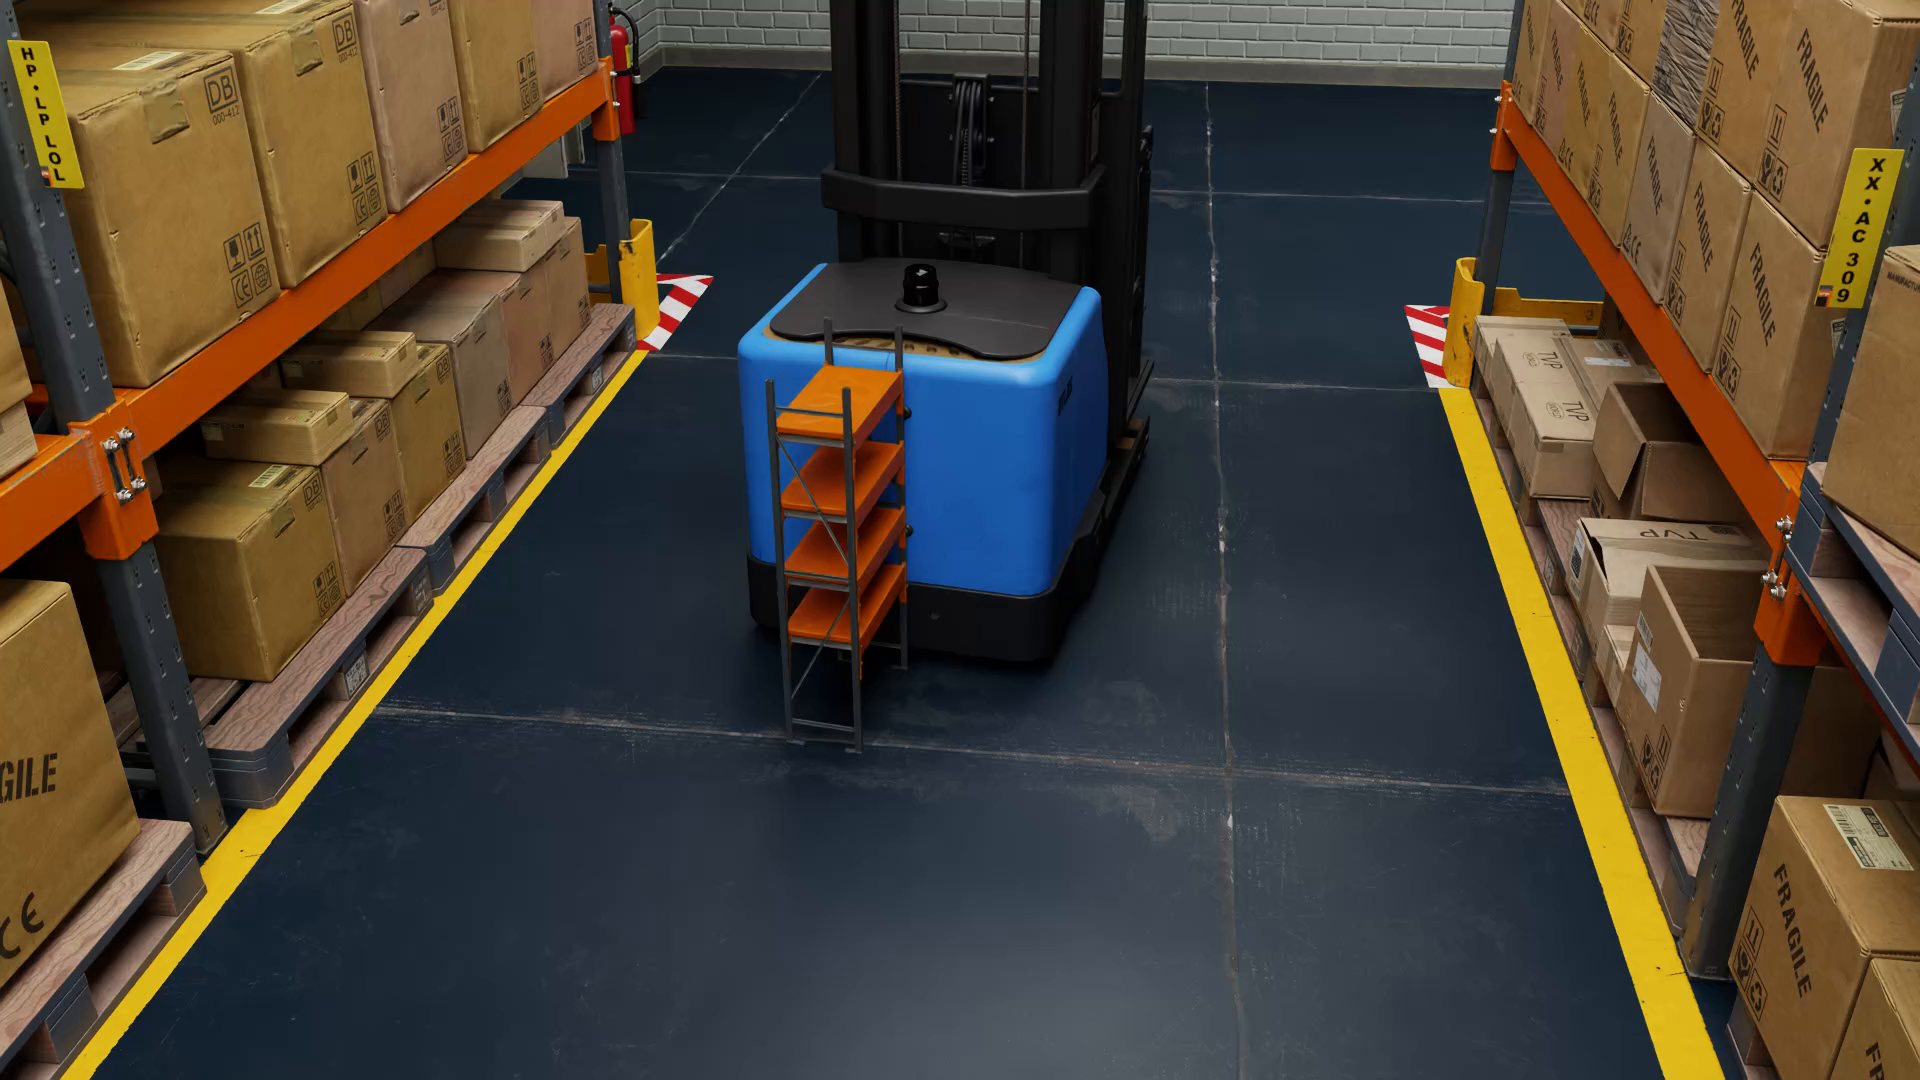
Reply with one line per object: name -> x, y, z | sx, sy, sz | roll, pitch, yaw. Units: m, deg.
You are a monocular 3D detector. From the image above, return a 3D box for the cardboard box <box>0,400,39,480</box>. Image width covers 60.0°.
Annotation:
cardboard box -> -2.338, -0.219, 3.739 | 0.380, 0.149, 0.250 | 4, 29, 7

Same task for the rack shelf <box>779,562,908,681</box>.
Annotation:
rack shelf -> -0.350, 0.228, 5.122 | 0.258, 0.148, 0.480 | 7, 29, 13

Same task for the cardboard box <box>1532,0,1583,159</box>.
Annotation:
cardboard box -> 2.455, -1.701, 6.139 | 0.500, 0.500, 0.500 | 3, 28, 6

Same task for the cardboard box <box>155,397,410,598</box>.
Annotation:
cardboard box -> -2.319, -0.164, 5.584 | 0.700, 0.500, 0.500 | 3, 28, 6

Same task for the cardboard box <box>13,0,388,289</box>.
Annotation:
cardboard box -> -2.400, -1.227, 5.048 | 0.980, 0.700, 0.700 | 3, 28, 5

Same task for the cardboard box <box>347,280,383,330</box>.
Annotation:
cardboard box -> -2.411, -0.888, 6.244 | 0.380, 0.149, 0.250 | 4, 29, 7

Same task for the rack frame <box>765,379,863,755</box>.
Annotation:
rack frame -> -0.413, 0.106, 4.789 | 0.240, 1.200, 0.015 | 7, 29, 13

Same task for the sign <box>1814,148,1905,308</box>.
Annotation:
sign -> 1.800, -0.620, 3.325 | 0.100, 0.325, 0.005 | 3, 28, 6

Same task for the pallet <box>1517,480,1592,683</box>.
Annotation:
pallet -> 2.571, 0.118, 5.809 | 1.003, 0.211, 1.213 | 3, 28, 6

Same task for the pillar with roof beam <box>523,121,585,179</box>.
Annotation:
pillar with roof beam -> 1.658, -6.092, 8.070 | 9.100, 9.000, 0.400 | 3, 28, 6

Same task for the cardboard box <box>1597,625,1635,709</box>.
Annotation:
cardboard box -> 2.114, 0.386, 4.913 | 0.380, 0.149, 0.250 | 3, 28, 6

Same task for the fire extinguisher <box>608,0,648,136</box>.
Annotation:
fire extinguisher -> -1.611, -2.226, 7.693 | 0.296, 0.674, 0.183 | 3, 28, 6

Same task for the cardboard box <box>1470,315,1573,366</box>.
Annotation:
cardboard box -> 2.437, -0.855, 7.216 | 0.380, 0.149, 0.250 | 3, 28, 6

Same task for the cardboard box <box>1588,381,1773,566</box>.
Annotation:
cardboard box -> 2.564, -0.190, 5.608 | 0.797, 0.503, 0.637 | 3, 28, 6

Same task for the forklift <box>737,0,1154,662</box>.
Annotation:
forklift -> 0.161, -1.579, 6.090 | 1.130, 2.935, 3.031 | 7, 29, 13

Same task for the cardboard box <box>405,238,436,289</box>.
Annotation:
cardboard box -> -2.349, -1.129, 6.691 | 0.380, 0.149, 0.250 | 4, 29, 7

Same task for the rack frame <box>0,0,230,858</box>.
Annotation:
rack frame -> -2.577, -0.497, 4.010 | 1.000, 3.000, 0.127 | 3, 28, 6

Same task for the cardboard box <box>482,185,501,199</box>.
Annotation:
cardboard box -> -2.257, -1.485, 7.352 | 0.380, 0.149, 0.250 | 4, 29, 7

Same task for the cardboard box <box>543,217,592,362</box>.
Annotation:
cardboard box -> -2.074, -1.129, 7.375 | 0.700, 0.500, 0.500 | 3, 28, 6

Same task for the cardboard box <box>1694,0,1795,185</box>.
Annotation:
cardboard box -> 2.204, -1.189, 4.135 | 0.500, 0.500, 0.500 | 3, 28, 5

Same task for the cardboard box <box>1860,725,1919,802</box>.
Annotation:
cardboard box -> 2.605, 0.594, 4.355 | 0.500, 0.311, 0.500 | 3, 28, 6

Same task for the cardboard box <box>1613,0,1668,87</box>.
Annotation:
cardboard box -> 2.329, -1.663, 5.015 | 0.500, 0.500, 0.500 | 3, 28, 6

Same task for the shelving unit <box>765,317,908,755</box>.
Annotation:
shelving unit -> -0.350, -0.006, 4.996 | 0.258, 1.200, 0.503 | 7, 29, 13

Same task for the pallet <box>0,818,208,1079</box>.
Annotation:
pallet -> -2.597, 1.098, 3.989 | 1.003, 0.211, 1.213 | 3, 28, 6

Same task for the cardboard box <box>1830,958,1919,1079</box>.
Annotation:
cardboard box -> 1.984, 1.161, 3.103 | 0.500, 0.500, 0.500 | 4, 29, 7

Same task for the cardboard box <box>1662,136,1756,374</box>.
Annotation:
cardboard box -> 2.208, -0.748, 4.370 | 0.500, 0.500, 0.500 | 4, 29, 8

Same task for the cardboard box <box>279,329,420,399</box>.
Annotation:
cardboard box -> -2.097, -0.609, 5.727 | 0.380, 0.149, 0.250 | 3, 28, 5

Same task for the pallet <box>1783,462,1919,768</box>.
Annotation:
pallet -> 2.133, 0.244, 2.838 | 1.003, 0.211, 1.213 | 3, 28, 6

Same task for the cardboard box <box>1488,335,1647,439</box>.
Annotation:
cardboard box -> 2.420, -0.602, 6.640 | 0.500, 0.250, 0.500 | 3, 28, 6

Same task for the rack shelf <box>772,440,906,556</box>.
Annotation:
rack shelf -> -0.350, -0.144, 4.922 | 0.258, 0.148, 0.480 | 7, 29, 13

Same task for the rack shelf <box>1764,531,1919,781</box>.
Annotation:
rack shelf -> 2.094, 1.047, 1.902 | 1.077, 0.370, 4.000 | 3, 28, 6

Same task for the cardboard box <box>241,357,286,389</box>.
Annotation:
cardboard box -> -2.505, -0.528, 5.577 | 0.380, 0.149, 0.250 | 2, 28, 5

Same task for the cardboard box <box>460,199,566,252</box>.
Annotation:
cardboard box -> -1.909, -1.343, 7.090 | 0.380, 0.149, 0.250 | 3, 28, 6

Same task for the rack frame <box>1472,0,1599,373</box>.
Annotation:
rack frame -> 2.829, -2.094, 6.973 | 1.000, 3.000, 0.127 | 3, 28, 6

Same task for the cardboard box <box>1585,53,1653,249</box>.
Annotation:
cardboard box -> 2.328, -1.230, 5.264 | 0.500, 0.500, 0.500 | 4, 29, 7

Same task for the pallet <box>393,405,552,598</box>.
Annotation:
pallet -> -2.260, -0.198, 6.396 | 1.003, 0.211, 1.213 | 3, 28, 6

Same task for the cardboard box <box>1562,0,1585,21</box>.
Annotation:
cardboard box -> 2.457, -2.138, 5.896 | 0.500, 0.500, 0.500 | 4, 29, 7

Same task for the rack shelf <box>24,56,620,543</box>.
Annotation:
rack shelf -> -2.332, -1.122, 5.928 | 1.077, 0.370, 4.000 | 3, 28, 6

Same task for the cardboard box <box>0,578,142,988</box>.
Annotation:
cardboard box -> -2.528, 0.578, 3.838 | 0.750, 0.750, 0.750 | 4, 29, 7

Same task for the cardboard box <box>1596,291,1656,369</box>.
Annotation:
cardboard box -> 3.007, -0.917, 6.960 | 0.500, 0.500, 0.500 | 3, 28, 6

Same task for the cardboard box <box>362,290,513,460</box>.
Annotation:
cardboard box -> -2.196, -0.656, 6.499 | 0.700, 0.500, 0.500 | 2, 28, 5

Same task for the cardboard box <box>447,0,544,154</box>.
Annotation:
cardboard box -> -2.218, -1.928, 6.350 | 0.980, 0.700, 0.700 | 3, 28, 6

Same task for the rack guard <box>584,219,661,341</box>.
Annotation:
rack guard -> -2.084, -1.291, 8.118 | 1.175, 0.500, 0.348 | 3, 28, 6
